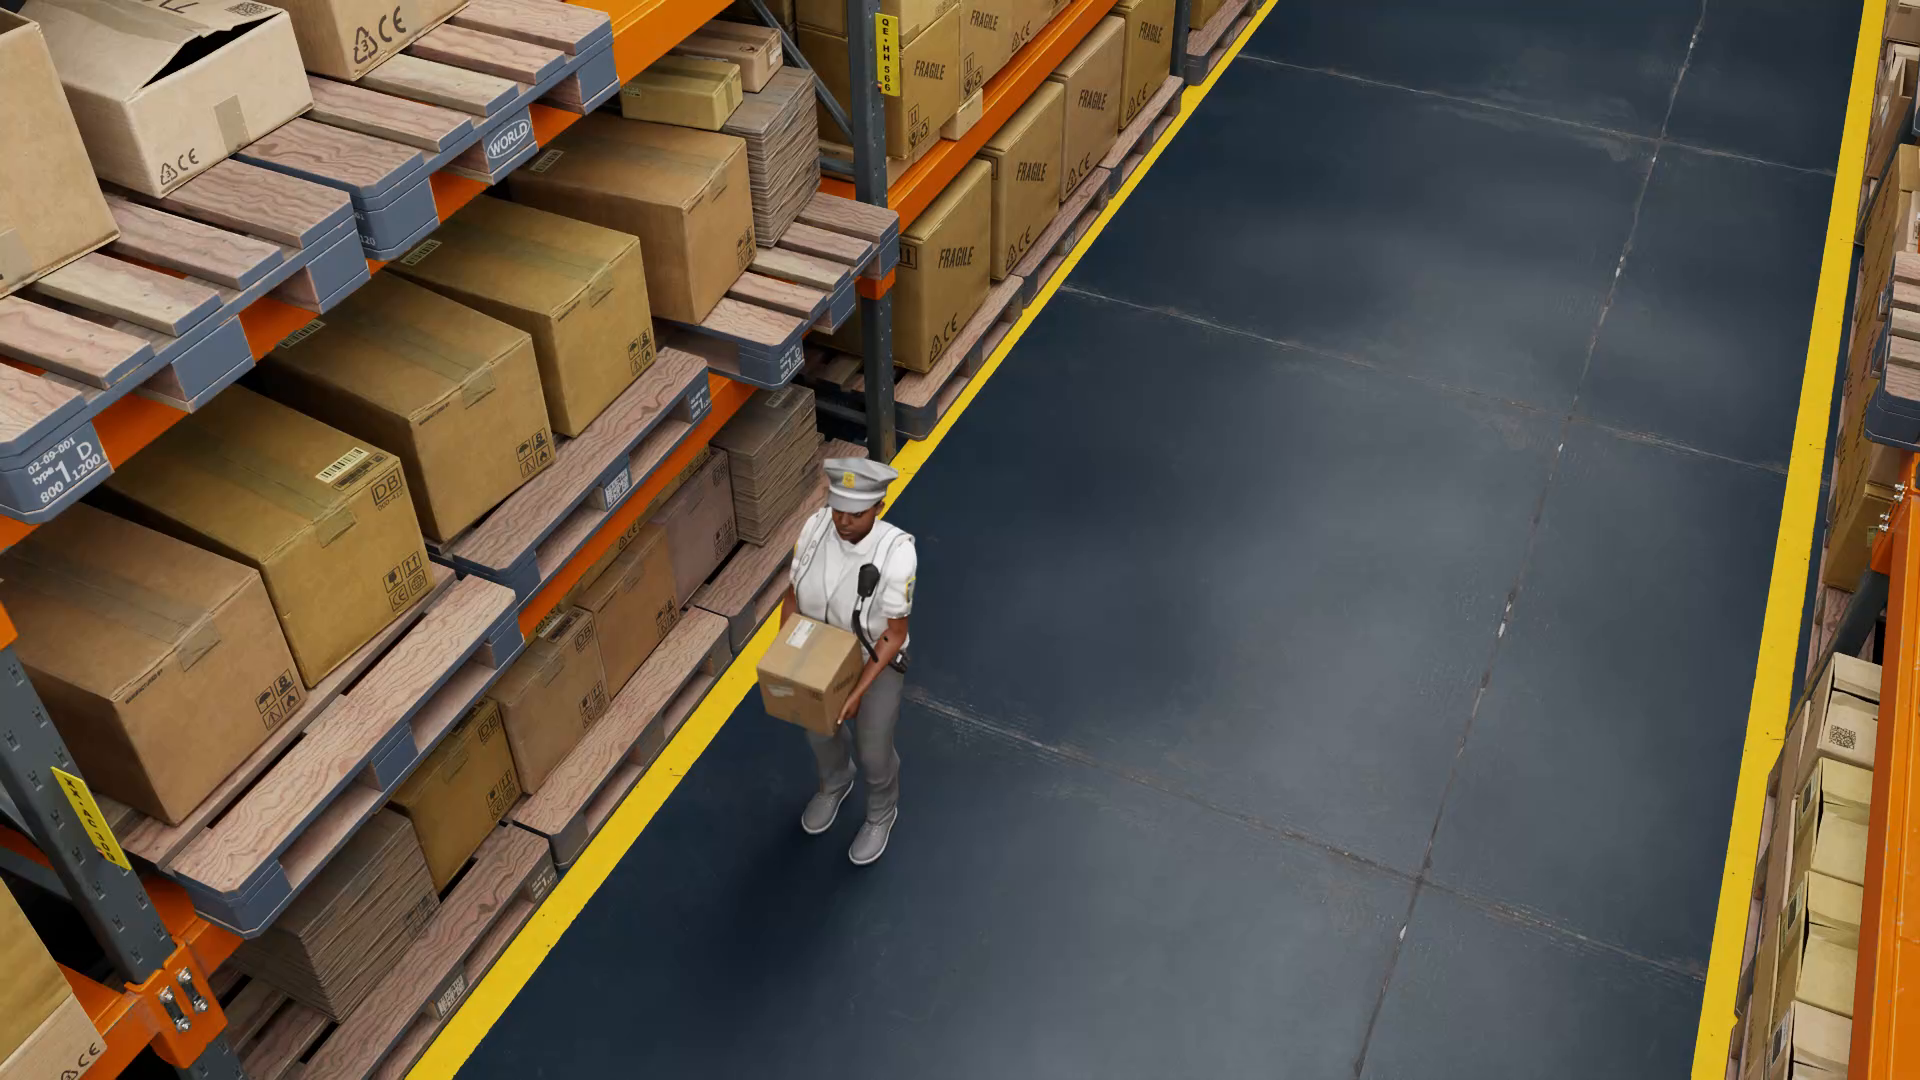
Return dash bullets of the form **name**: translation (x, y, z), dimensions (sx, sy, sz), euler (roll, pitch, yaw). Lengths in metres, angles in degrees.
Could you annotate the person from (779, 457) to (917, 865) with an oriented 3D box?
- **person**: translation (-0.397, 0.441, 5.654), dimensions (0.449, 1.688, 0.539), euler (18, 45, 18)
